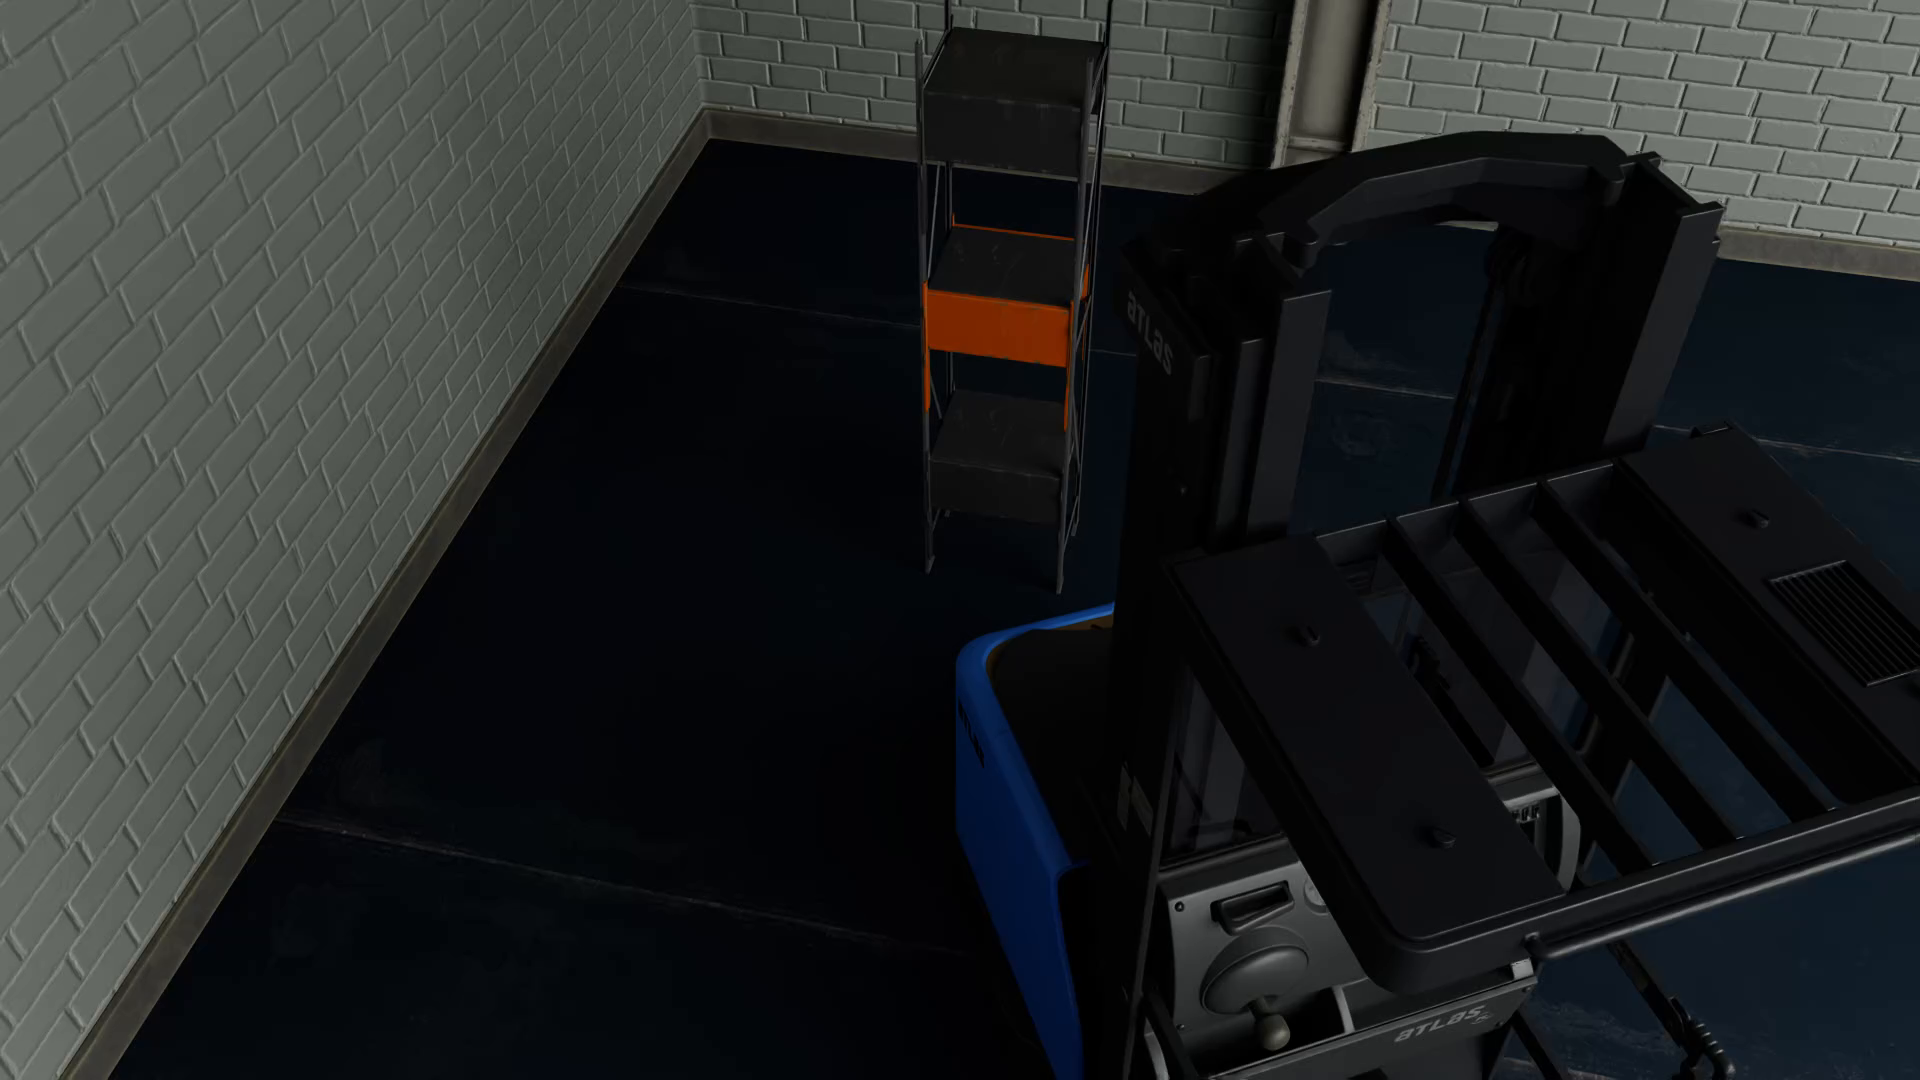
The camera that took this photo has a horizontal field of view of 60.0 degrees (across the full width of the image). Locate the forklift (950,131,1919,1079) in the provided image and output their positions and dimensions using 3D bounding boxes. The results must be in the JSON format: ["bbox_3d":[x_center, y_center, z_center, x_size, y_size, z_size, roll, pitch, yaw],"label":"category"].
[{"bbox_3d":[0.923,0.848,3.255,1.130,2.935,3.031,-13,45,-13],"label":"forklift"}]

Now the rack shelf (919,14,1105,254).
[{"bbox_3d":[0.162,-1.226,5.020,0.480,0.518,0.431,9,45,9],"label":"rack shelf"}]

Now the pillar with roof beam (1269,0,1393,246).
[{"bbox_3d":[0.677,-1.818,1.650,0.400,9.000,9.100,9,45,9],"label":"pillar with roof beam"}]

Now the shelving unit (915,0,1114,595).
[{"bbox_3d":[0.162,-0.731,5.496,0.503,2.100,0.431,9,45,9],"label":"shelving unit"}]

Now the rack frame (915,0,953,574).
[{"bbox_3d":[-0.077,-0.768,5.534,0.015,2.100,0.400,9,45,9],"label":"rack frame"}]

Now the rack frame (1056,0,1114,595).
[{"bbox_3d":[0.400,-0.694,5.457,0.015,2.100,0.400,9,45,9],"label":"rack frame"}]

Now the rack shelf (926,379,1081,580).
[{"bbox_3d":[0.162,-0.217,5.991,0.480,0.518,0.431,9,45,9],"label":"rack shelf"}]

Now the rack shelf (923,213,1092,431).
[{"bbox_3d":[0.162,-0.722,5.505,0.480,0.518,0.431,9,45,9],"label":"rack shelf"}]
